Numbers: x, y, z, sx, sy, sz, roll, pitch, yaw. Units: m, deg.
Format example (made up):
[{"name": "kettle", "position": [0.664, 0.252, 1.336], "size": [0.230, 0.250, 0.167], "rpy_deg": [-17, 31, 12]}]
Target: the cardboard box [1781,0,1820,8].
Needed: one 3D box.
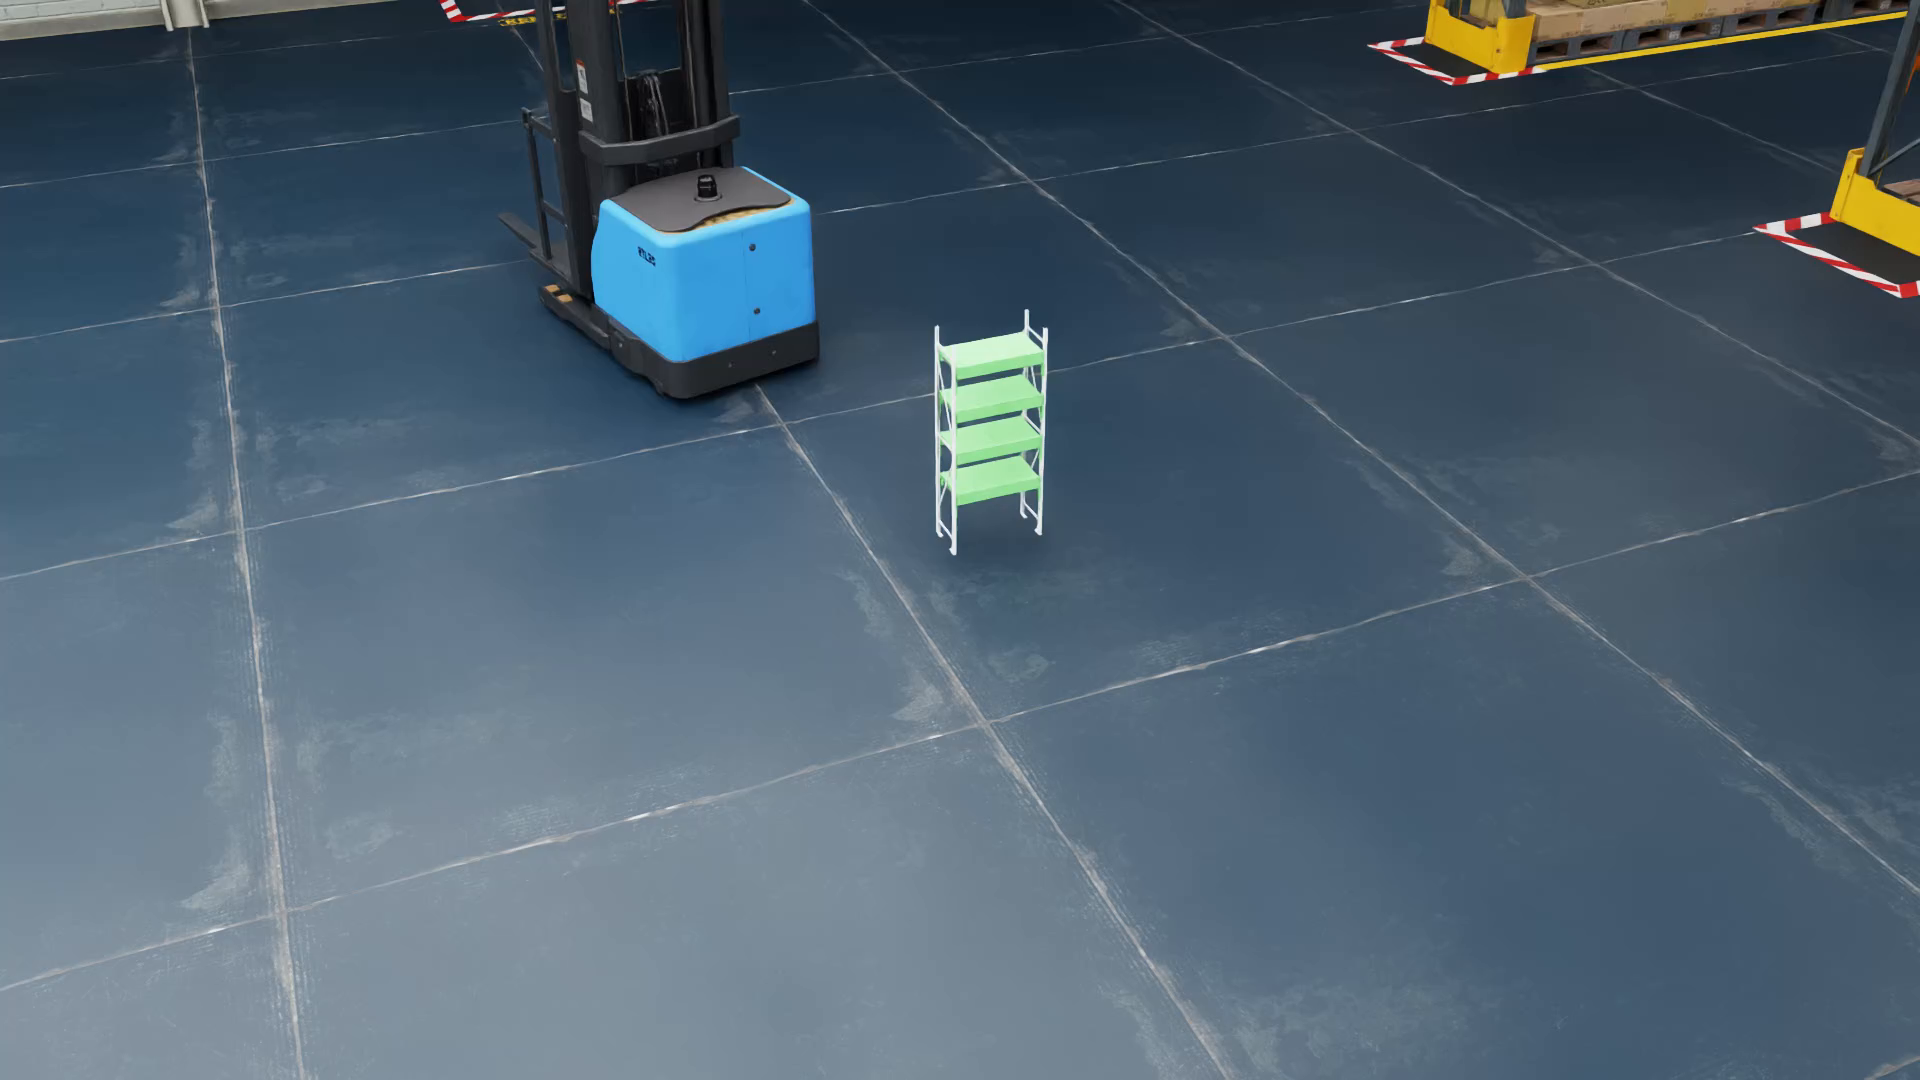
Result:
[{"name": "cardboard box", "position": [8.268, -5.552, 16.668], "size": [0.500, 0.250, 0.500], "rpy_deg": [-13, 35, -19]}]

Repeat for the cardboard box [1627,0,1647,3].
[{"name": "cardboard box", "position": [6.420, -5.449, 15.823], "size": [0.500, 0.500, 0.500], "rpy_deg": [-13, 35, -19]}]

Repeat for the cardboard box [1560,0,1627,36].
[{"name": "cardboard box", "position": [5.963, -5.024, 15.857], "size": [0.500, 0.250, 0.500], "rpy_deg": [-13, 35, -19]}]

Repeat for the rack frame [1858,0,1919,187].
[{"name": "rack frame", "position": [6.837, -3.400, 11.225], "size": [0.127, 3.000, 1.000], "rpy_deg": [-13, 35, -19]}]

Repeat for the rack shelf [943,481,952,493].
[{"name": "rack shelf", "position": [0.153, -0.307, 8.627], "size": [0.442, 0.029, 0.199], "rpy_deg": [-13, 35, -19]}]

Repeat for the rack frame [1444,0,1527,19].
[{"name": "rack frame", "position": [4.923, -5.892, 15.054], "size": [0.127, 3.000, 1.000], "rpy_deg": [-13, 35, -19]}]

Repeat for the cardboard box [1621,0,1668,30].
[{"name": "cardboard box", "position": [6.425, -5.129, 16.019], "size": [0.500, 0.250, 0.500], "rpy_deg": [-13, 35, -19]}]

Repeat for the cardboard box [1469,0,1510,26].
[{"name": "cardboard box", "position": [5.303, -5.177, 16.092], "size": [0.500, 0.250, 0.500], "rpy_deg": [-13, 35, -19]}]

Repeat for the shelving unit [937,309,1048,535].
[{"name": "shelving unit", "position": [0.158, -0.539, 8.478], "size": [0.492, 1.200, 0.258], "rpy_deg": [-13, 35, -19]}]

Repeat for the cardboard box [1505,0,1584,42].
[{"name": "cardboard box", "position": [5.504, -4.916, 15.692], "size": [0.500, 0.250, 0.500], "rpy_deg": [-13, 35, -19]}]

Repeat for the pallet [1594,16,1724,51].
[{"name": "pallet", "position": [6.735, -5.161, 16.488], "size": [1.213, 0.211, 1.003], "rpy_deg": [-13, 35, -19]}]

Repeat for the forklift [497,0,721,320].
[{"name": "forklift", "position": [-2.151, -2.824, 10.402], "size": [1.121, 2.935, 3.031], "rpy_deg": [-22, 39, -30]}]

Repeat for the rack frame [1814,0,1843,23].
[{"name": "rack frame", "position": [8.611, -6.736, 16.352], "size": [0.127, 3.000, 1.000], "rpy_deg": [-13, 35, -19]}]

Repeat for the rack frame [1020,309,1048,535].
[{"name": "rack frame", "position": [0.378, -0.589, 8.556], "size": [0.015, 1.200, 0.240], "rpy_deg": [-13, 35, -19]}]

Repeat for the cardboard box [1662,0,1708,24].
[{"name": "cardboard box", "position": [6.888, -5.232, 16.177], "size": [0.500, 0.250, 0.500], "rpy_deg": [-13, 35, -19]}]

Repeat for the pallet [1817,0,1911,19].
[{"name": "pallet", "position": [9.276, -5.743, 17.382], "size": [1.213, 0.211, 1.003], "rpy_deg": [-13, 35, -19]}]

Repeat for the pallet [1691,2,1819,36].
[{"name": "pallet", "position": [7.862, -5.421, 16.887], "size": [1.213, 0.211, 1.003], "rpy_deg": [-13, 35, -19]}]

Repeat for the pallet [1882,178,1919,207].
[{"name": "pallet", "position": [7.640, -2.440, 12.306], "size": [1.213, 0.211, 1.003], "rpy_deg": [-13, 35, -19]}]

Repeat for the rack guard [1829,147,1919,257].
[{"name": "rack guard", "position": [6.889, -2.392, 11.968], "size": [0.348, 0.500, 1.175], "rpy_deg": [-13, 35, -19]}]

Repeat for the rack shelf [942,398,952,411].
[{"name": "rack shelf", "position": [0.153, -0.709, 8.365], "size": [0.442, 0.029, 0.199], "rpy_deg": [-13, 35, -19]}]

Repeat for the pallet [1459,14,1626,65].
[{"name": "pallet", "position": [5.612, -4.905, 16.095], "size": [1.213, 0.211, 1.003], "rpy_deg": [-13, 35, -19]}]

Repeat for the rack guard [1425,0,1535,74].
[{"name": "rack guard", "position": [4.901, -4.839, 15.728], "size": [0.348, 0.500, 1.175], "rpy_deg": [-13, 35, -19]}]

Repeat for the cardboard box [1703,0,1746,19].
[{"name": "cardboard box", "position": [7.348, -5.338, 16.340], "size": [0.500, 0.250, 0.500], "rpy_deg": [-13, 35, -19]}]

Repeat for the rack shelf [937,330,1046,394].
[{"name": "rack shelf", "position": [0.153, -0.887, 8.250], "size": [0.480, 0.148, 0.258], "rpy_deg": [-13, 35, -19]}]
